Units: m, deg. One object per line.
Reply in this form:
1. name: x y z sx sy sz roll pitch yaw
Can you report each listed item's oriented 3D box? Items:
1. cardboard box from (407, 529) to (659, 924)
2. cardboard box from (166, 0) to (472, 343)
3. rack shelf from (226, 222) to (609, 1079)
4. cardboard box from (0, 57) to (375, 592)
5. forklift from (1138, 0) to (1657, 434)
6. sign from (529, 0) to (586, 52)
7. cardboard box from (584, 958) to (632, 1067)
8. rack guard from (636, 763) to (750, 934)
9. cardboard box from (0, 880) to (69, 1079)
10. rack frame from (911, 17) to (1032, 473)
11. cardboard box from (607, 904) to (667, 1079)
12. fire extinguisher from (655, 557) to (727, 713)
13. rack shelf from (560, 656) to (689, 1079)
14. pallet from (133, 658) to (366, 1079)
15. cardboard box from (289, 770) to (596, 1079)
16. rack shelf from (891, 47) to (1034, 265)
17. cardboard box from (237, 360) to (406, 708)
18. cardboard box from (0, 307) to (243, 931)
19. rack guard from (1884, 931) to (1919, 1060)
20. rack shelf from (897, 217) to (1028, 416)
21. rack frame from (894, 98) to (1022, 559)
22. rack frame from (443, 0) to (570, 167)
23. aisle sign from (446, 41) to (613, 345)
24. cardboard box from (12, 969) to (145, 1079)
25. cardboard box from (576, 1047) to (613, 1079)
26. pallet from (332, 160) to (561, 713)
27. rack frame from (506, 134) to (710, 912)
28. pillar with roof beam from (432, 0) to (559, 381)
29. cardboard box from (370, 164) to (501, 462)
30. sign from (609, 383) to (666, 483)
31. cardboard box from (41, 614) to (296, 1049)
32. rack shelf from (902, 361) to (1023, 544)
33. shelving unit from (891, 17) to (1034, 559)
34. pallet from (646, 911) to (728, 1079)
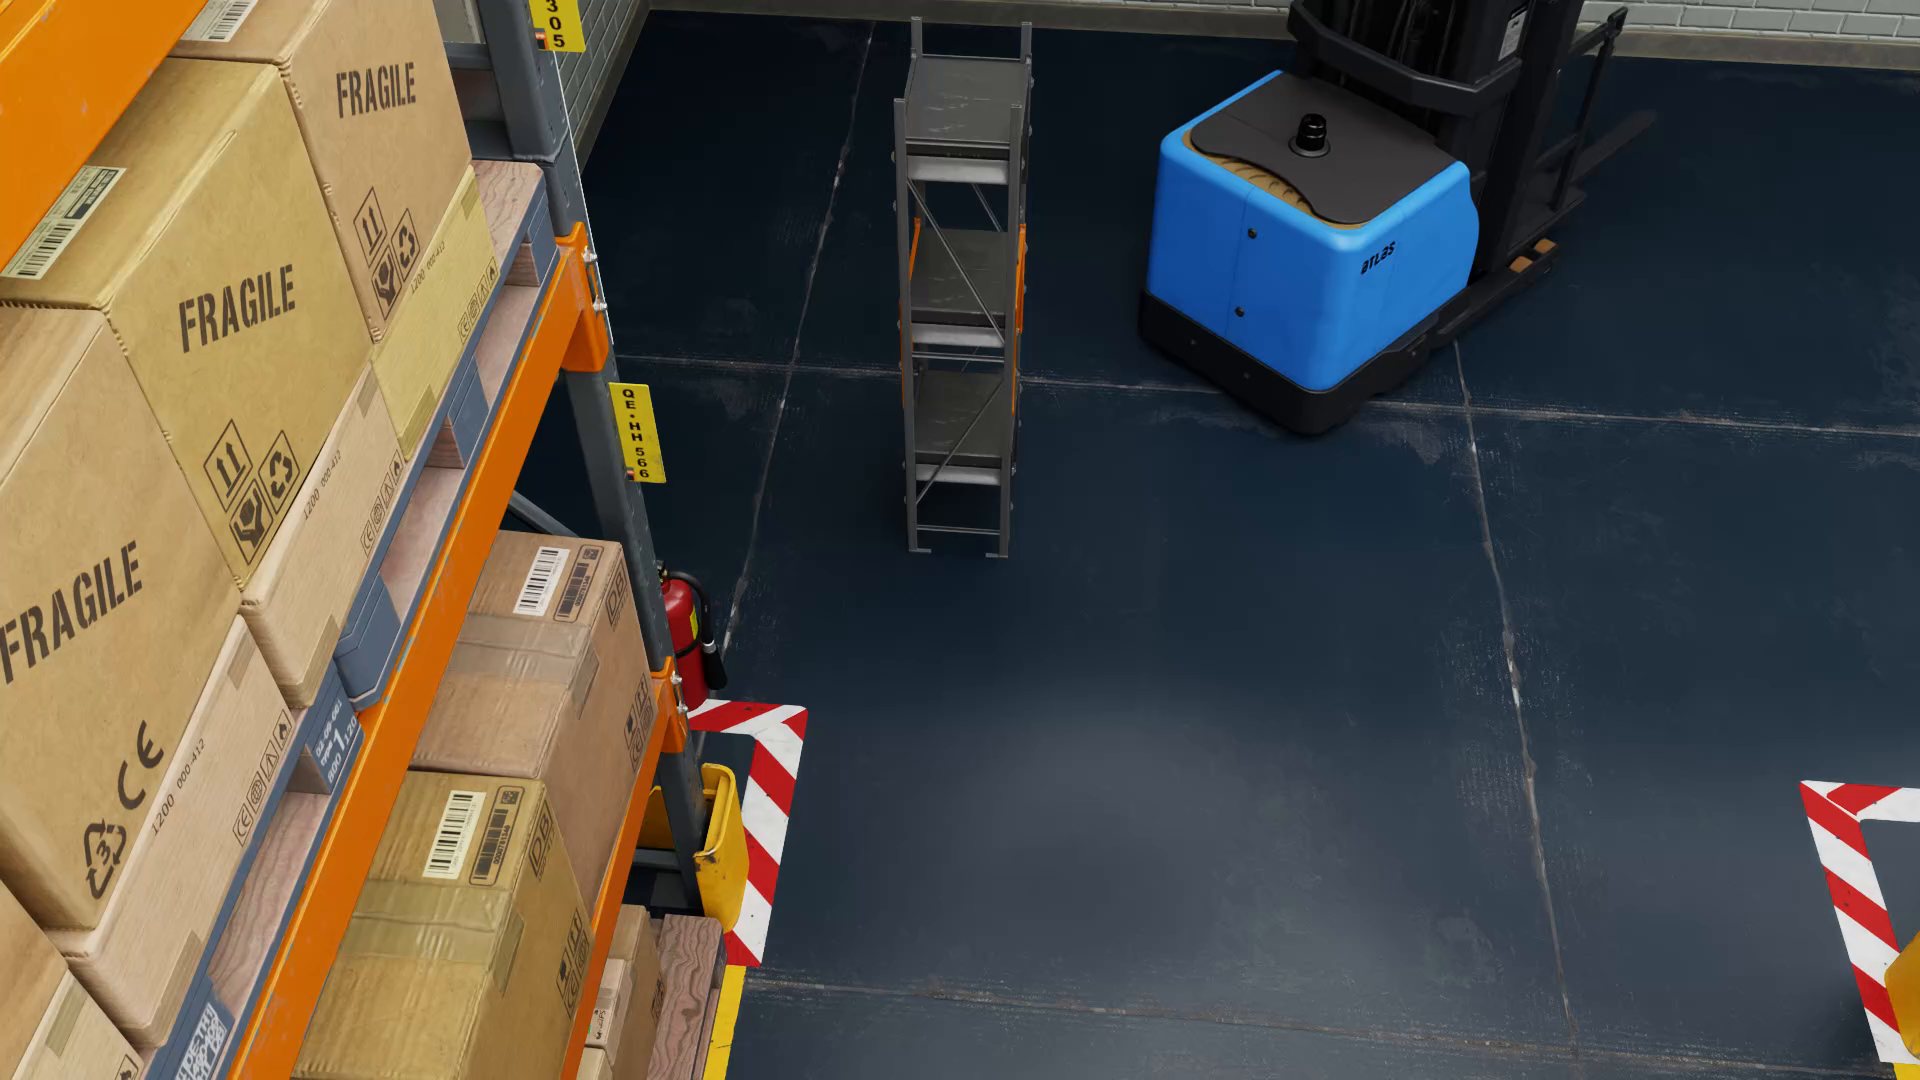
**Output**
1. cardboard box: -1.359 0.442 4.136 0.980 0.700 0.700 6 48 5
2. cardboard box: -1.118 -0.667 2.561 0.500 0.500 0.500 4 48 3
3. rack shelf: -1.505 0.868 2.404 1.077 0.370 4.000 4 48 4
4. cardboard box: -1.174 -0.300 2.225 0.500 0.500 0.500 5 48 5
5. forklift: 2.222 -2.409 6.993 3.031 2.935 1.130 -35 57 -28
6. sign: -0.784 -1.070 3.143 0.100 0.325 0.005 4 48 4
7. cardboard box: -1.117 1.278 4.544 0.380 0.149 0.250 3 48 3
8. rack guard: -1.320 0.994 5.528 1.175 0.500 0.348 4 48 4
9. cardboard box: -1.263 0.470 1.522 0.500 0.500 0.500 4 48 4
10. rack frame: 0.037 -1.010 6.276 0.400 2.100 0.015 4 48 4
11. cardboard box: -1.287 1.391 4.881 0.700 0.500 0.500 4 48 4
12. fire extinguisher: -0.849 0.240 4.829 0.296 0.674 0.183 4 48 4
13. rack shelf: -1.505 1.880 3.511 1.077 0.370 4.000 4 48 4
14. pallet: -1.488 0.630 2.194 1.003 0.211 1.213 4 48 4
15. cardboard box: -1.414 0.977 3.646 0.980 0.700 0.700 4 48 3
16. rack shelf: 0.015 -1.294 5.606 0.431 0.518 0.480 4 48 4
17. cardboard box: -1.171 -0.031 2.488 0.500 0.250 0.500 2 48 2
18. cardboard box: -1.213 0.084 1.874 0.500 0.500 0.500 2 48 2
19. rack guard: 3.604 1.397 5.159 1.175 0.500 0.348 4 48 4
20. rack shelf: 0.015 -0.821 6.122 0.431 0.518 0.480 4 48 4
21. rack frame: -0.007 -0.651 5.948 0.400 2.100 0.015 4 48 4
22. rack frame: -1.323 -1.857 2.376 1.000 3.000 0.127 4 48 4
23. aisle sign: -1.017 -0.743 3.661 0.394 0.787 0.004 4 48 4
24. cardboard box: -1.262 0.729 1.793 0.500 0.250 0.500 3 48 2
25. cardboard box: -1.140 1.466 4.372 0.380 0.149 0.250 5 48 5
26. pallet: -1.380 -0.269 3.017 1.003 0.211 1.213 4 48 4
27. rack frame: -1.323 0.168 4.590 1.000 3.000 0.127 4 48 4
28. pillar with roof beam: 2.349 -3.610 3.979 9.100 9.000 0.400 4 48 4
29. cardboard box: -1.125 -0.414 2.838 0.500 0.250 0.500 5 48 5
30. sign: -0.784 -0.256 4.033 0.100 0.325 0.005 4 48 4
31. cardboard box: -1.214 0.352 2.138 0.500 0.250 0.500 3 48 2
32. rack shelf: 0.015 -0.349 6.639 0.431 0.518 0.480 4 48 4
33. shelving unit: 0.015 -0.830 6.112 0.431 2.100 0.503 4 48 4
34. pallet: -1.318 1.702 5.077 1.003 0.211 1.213 4 48 4
